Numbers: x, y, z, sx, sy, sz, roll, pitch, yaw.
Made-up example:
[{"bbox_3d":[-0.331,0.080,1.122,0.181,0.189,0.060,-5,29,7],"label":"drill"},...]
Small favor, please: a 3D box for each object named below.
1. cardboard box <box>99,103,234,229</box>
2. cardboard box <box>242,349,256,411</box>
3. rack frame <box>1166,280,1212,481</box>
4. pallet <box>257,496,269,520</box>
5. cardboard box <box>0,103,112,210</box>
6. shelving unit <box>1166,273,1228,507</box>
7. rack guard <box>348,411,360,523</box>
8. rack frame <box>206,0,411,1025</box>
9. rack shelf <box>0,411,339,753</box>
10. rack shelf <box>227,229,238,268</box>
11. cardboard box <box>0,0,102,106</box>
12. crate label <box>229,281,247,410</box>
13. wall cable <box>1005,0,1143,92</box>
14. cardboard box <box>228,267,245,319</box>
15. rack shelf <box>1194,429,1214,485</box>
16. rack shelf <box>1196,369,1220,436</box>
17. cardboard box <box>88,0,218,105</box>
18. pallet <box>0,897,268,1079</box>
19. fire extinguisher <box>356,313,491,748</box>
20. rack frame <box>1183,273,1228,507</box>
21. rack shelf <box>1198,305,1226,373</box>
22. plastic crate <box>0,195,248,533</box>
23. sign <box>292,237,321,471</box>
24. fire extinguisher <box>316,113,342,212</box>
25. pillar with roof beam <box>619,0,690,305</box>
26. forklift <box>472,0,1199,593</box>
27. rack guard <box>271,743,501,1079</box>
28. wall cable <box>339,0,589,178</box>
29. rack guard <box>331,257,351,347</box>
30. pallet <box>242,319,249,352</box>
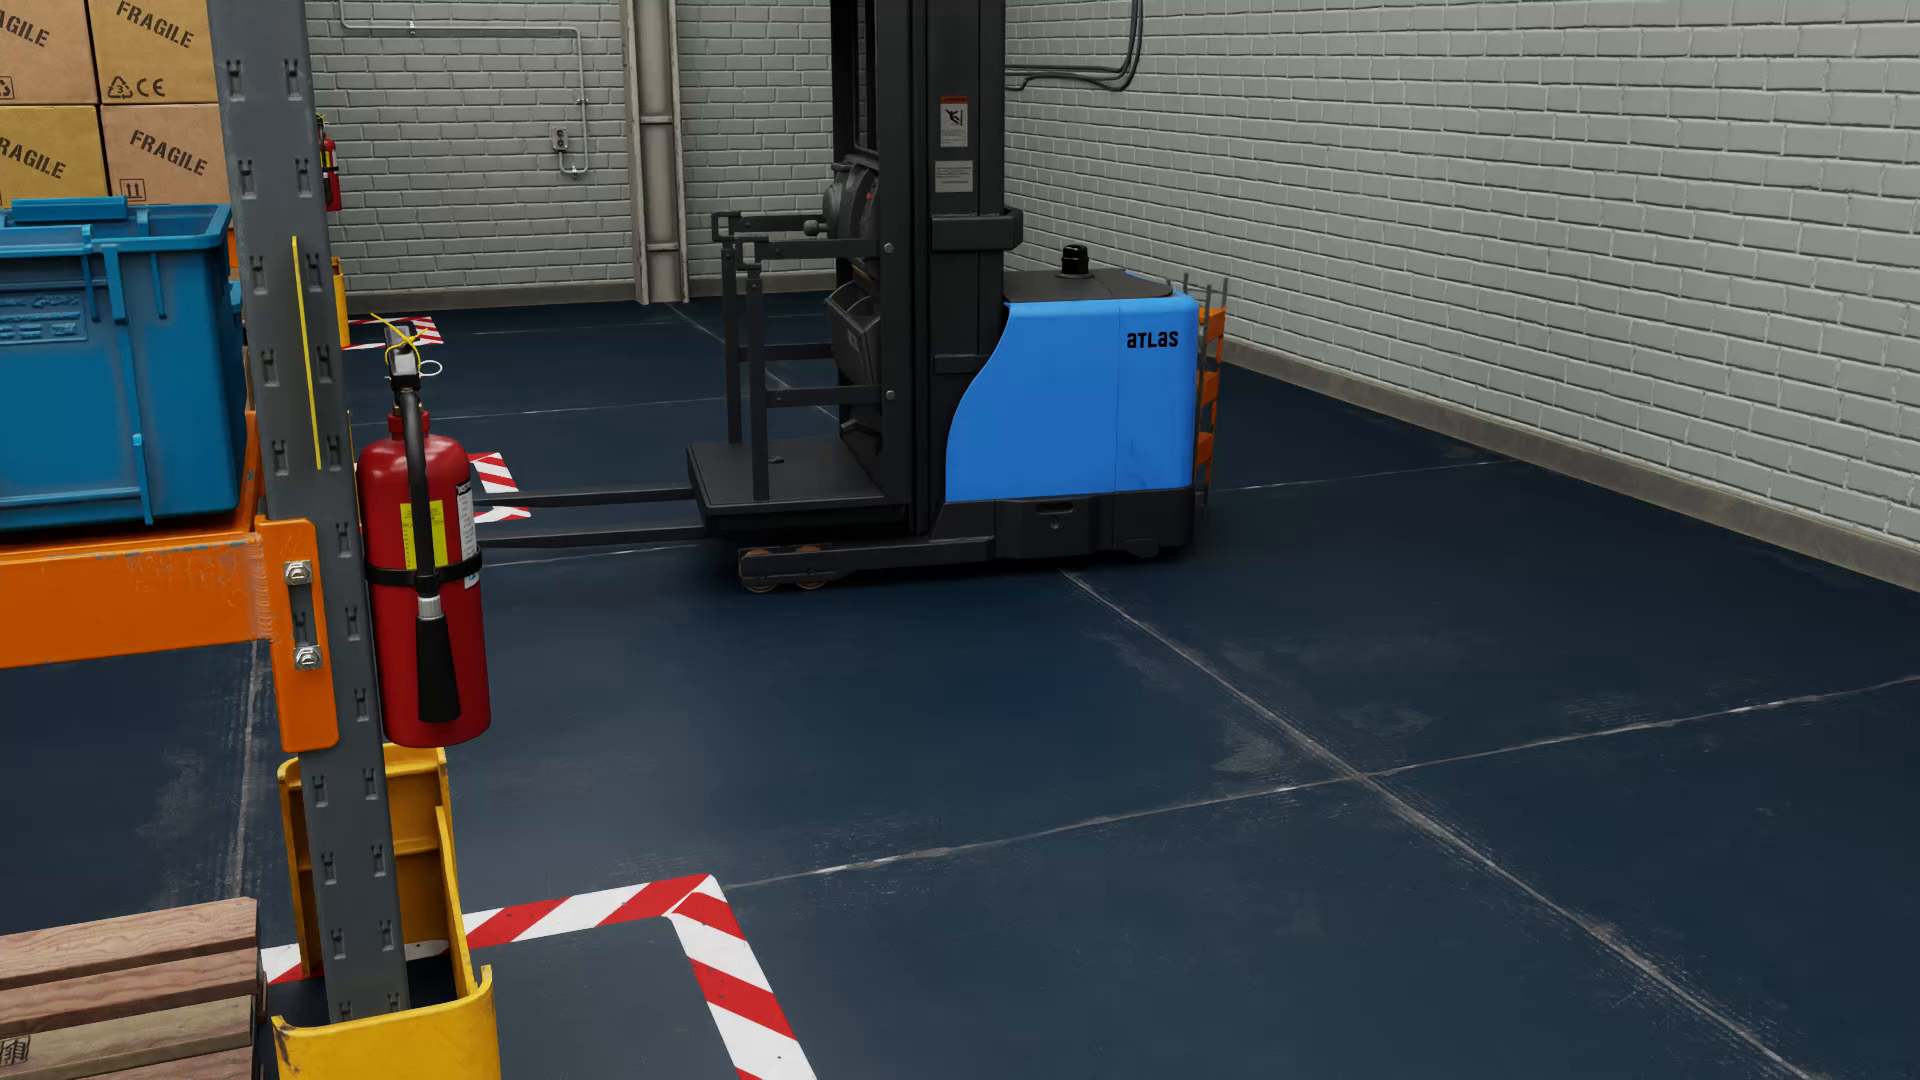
[{"bbox_3d":[-3.245,-1.569,6.939,0.500,0.500,0.500,-6,17,-18],"label":"cardboard box"},{"bbox_3d":[-3.344,-0.530,7.234,0.500,0.500,0.500,-6,17,-20],"label":"cardboard box"},{"bbox_3d":[0.956,-0.603,7.268,0.200,1.050,0.008,11,20,23],"label":"rack frame"},{"bbox_3d":[-3.739,-0.211,7.443,1.213,0.211,1.003,-6,17,-20],"label":"pallet"},{"bbox_3d":[-3.728,-1.515,6.758,0.500,0.500,0.500,-6,17,-20],"label":"cardboard box"},{"bbox_3d":[1.008,-0.635,7.373,0.215,1.050,0.252,11,20,23],"label":"shelving unit"},{"bbox_3d":[-2.995,-0.430,7.677,0.348,0.500,1.175,-6,17,-20],"label":"rack guard"},{"bbox_3d":[-1.155,-0.334,2.911,0.127,3.000,1.000,-6,17,-20],"label":"rack frame"},{"bbox_3d":[-3.023,0.213,2.326,4.000,0.370,1.077,-6,17,-20],"label":"rack shelf"},{"bbox_3d":[-4.792,-1.091,6.765,4.000,0.370,1.077,-6,17,-20],"label":"rack shelf"},{"bbox_3d":[-3.713,-1.997,6.622,0.500,0.500,0.500,-6,17,-19],"label":"cardboard box"},{"bbox_3d":[-1.503,-0.344,3.137,0.303,0.233,0.416,-6,17,-20],"label":"crate label"},{"bbox_3d":[0.709,-4.805,13.002,0.112,2.526,3.097,-6,17,-20],"label":"wall cable"},{"bbox_3d":[-5.318,-1.846,11.751,0.500,0.500,0.700,-6,17,-20],"label":"cardboard box"},{"bbox_3d":[0.996,-0.361,7.463,0.215,0.259,0.240,11,20,23],"label":"rack shelf"},{"bbox_3d":[1.008,-0.625,7.377,0.215,0.259,0.240,11,20,23],"label":"rack shelf"},{"bbox_3d":[-3.241,-2.048,6.797,0.500,0.500,0.500,-6,18,-21],"label":"cardboard box"},{"bbox_3d":[-1.939,1.077,3.056,1.213,0.211,1.003,-6,17,-20],"label":"pallet"},{"bbox_3d":[-0.852,-0.013,2.619,0.183,0.674,0.296,-6,17,-20],"label":"fire extinguisher"},{"bbox_3d":[1.061,-0.667,7.479,0.200,1.050,0.008,11,20,23],"label":"rack frame"},{"bbox_3d":[1.020,-0.894,7.289,0.215,0.259,0.240,11,20,23],"label":"rack shelf"},{"bbox_3d":[-1.401,-0.297,2.616,0.499,0.435,0.616,-6,17,-20],"label":"plastic crate"},{"bbox_3d":[-0.943,-0.269,2.401,0.005,0.325,0.100,-6,17,-20],"label":"sign"},{"bbox_3d":[-4.394,-2.618,11.489,0.183,0.674,0.296,-6,17,-20],"label":"fire extinguisher"},{"bbox_3d":[-0.948,-5.186,8.787,0.400,9.000,9.100,-6,17,-20],"label":"pillar with roof beam"},{"bbox_3d":[-0.611,-1.366,6.549,3.031,2.935,1.130,-4,17,-13],"label":"forklift"},{"bbox_3d":[-1.137,0.860,3.284,0.348,0.500,1.175,-6,17,-20],"label":"rack guard"},{"bbox_3d":[-3.843,-3.806,12.932,1.851,1.984,0.084,-6,17,-20],"label":"wall cable"},{"bbox_3d":[-4.678,-1.744,12.148,0.348,0.500,1.175,-6,17,-20],"label":"rack guard"},{"bbox_3d":[-5.419,-1.501,11.836,1.213,0.211,1.003,-6,17,-20],"label":"pallet"}]
